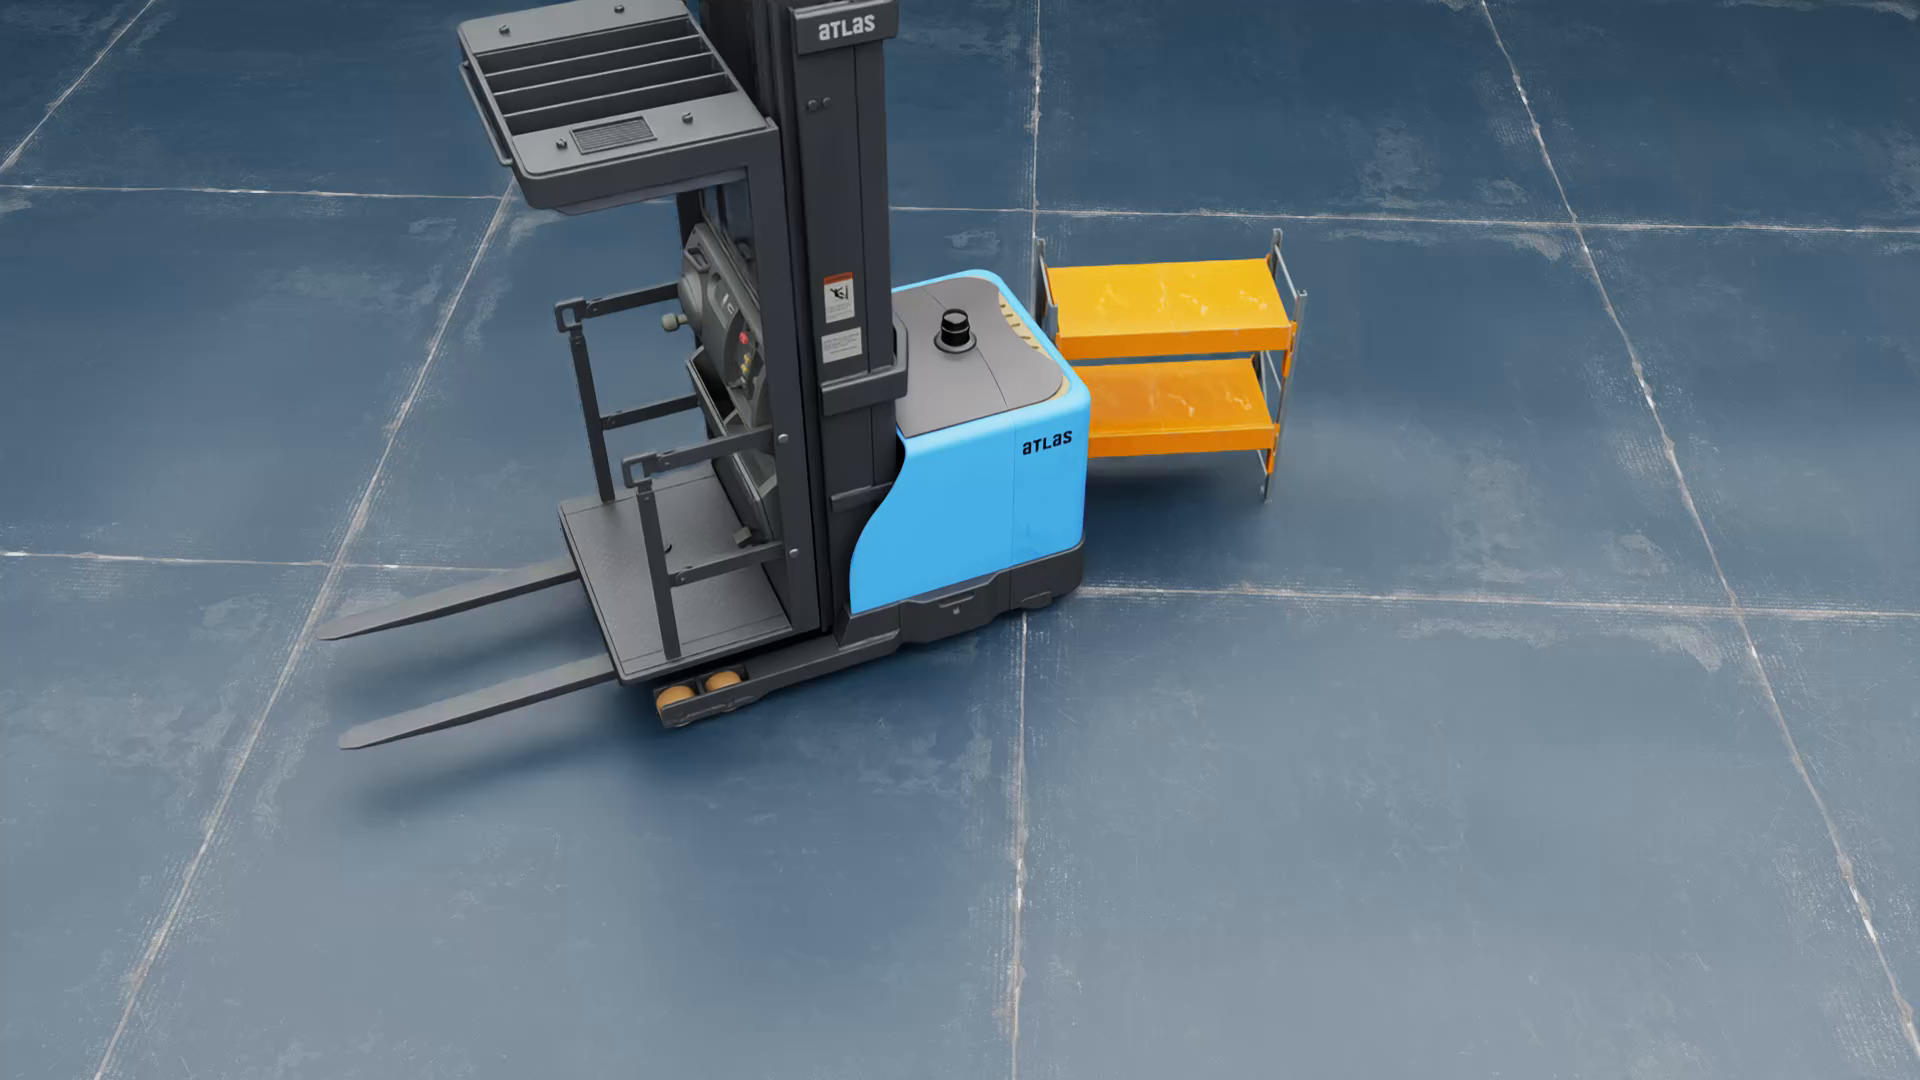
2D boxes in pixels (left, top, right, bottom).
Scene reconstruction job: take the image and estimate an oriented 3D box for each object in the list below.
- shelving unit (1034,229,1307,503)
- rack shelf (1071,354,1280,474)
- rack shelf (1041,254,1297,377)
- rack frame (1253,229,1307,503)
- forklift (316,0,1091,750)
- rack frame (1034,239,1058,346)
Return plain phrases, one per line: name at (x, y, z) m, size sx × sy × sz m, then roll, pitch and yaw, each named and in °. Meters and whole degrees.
shelving unit at (0.868, -0.724, 7.287) m, size 1.048 × 1.125 × 0.538 m, roll -3°, pitch 43°, yaw -3°
rack shelf at (0.868, -0.545, 7.454) m, size 1.000 × 0.278 × 0.538 m, roll -3°, pitch 43°, yaw -3°
rack shelf at (0.868, -0.938, 7.088) m, size 1.000 × 0.278 × 0.538 m, roll -3°, pitch 43°, yaw -3°
rack frame at (1.375, -0.751, 7.316) m, size 0.032 × 1.125 × 0.500 m, roll -3°, pitch 43°, yaw -3°
forklift at (-1.045, -0.749, 5.989) m, size 3.031 × 2.935 × 1.130 m, roll -16°, pitch 45°, yaw -17°
rack frame at (0.362, -0.697, 7.258) m, size 0.032 × 1.125 × 0.500 m, roll -3°, pitch 43°, yaw -3°
